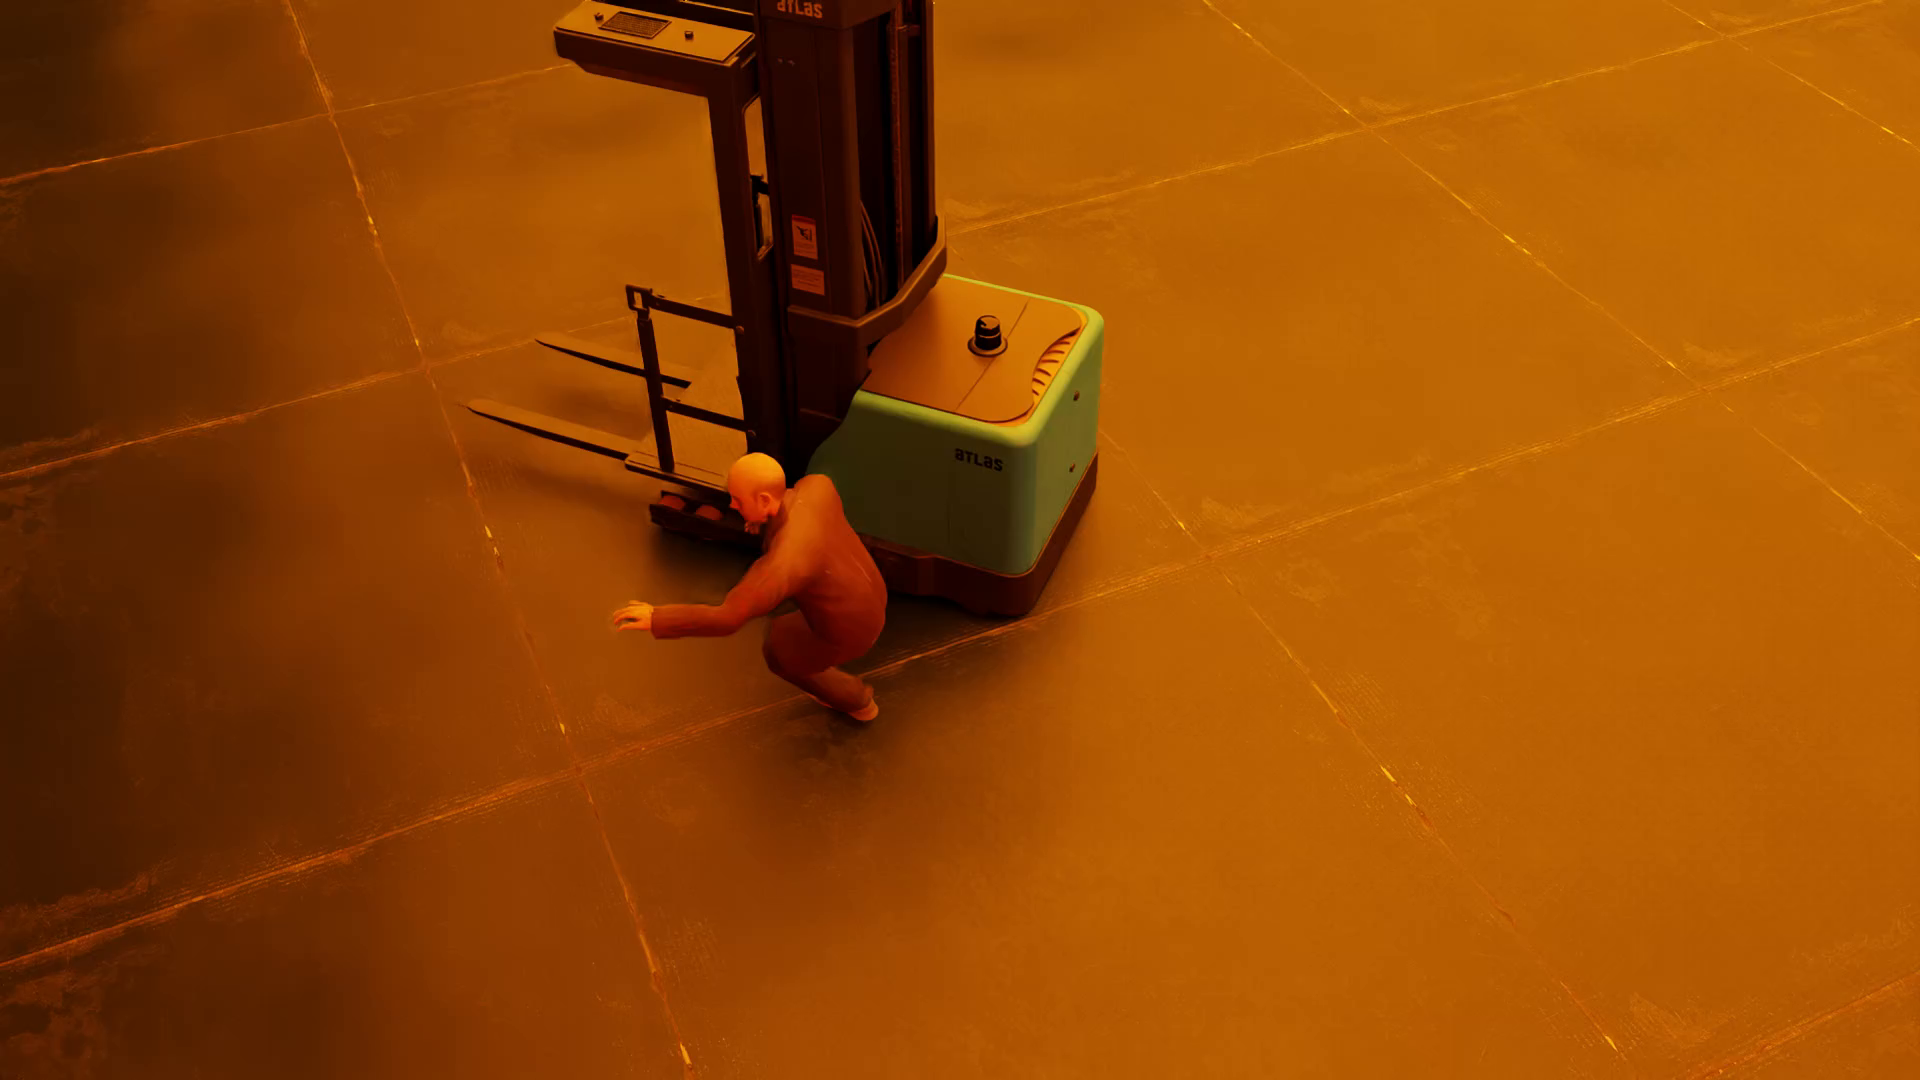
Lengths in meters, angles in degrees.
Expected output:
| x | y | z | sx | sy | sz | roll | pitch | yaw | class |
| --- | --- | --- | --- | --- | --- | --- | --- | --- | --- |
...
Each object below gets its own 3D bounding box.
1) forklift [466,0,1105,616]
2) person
| x | y | z | sx | sy | sz | roll | pitch | yaw | class |
| --- | --- | --- | --- | --- | --- | --- | --- | --- | --- |
| -0.914 | -1.385 | 7.165 | 3.031 | 2.935 | 1.130 | 16 | 45 | 16 | forklift |
| -0.726 | 0.129 | 6.593 | 0.927 | 1.521 | 1.348 | 5 | 43 | 6 | person |
